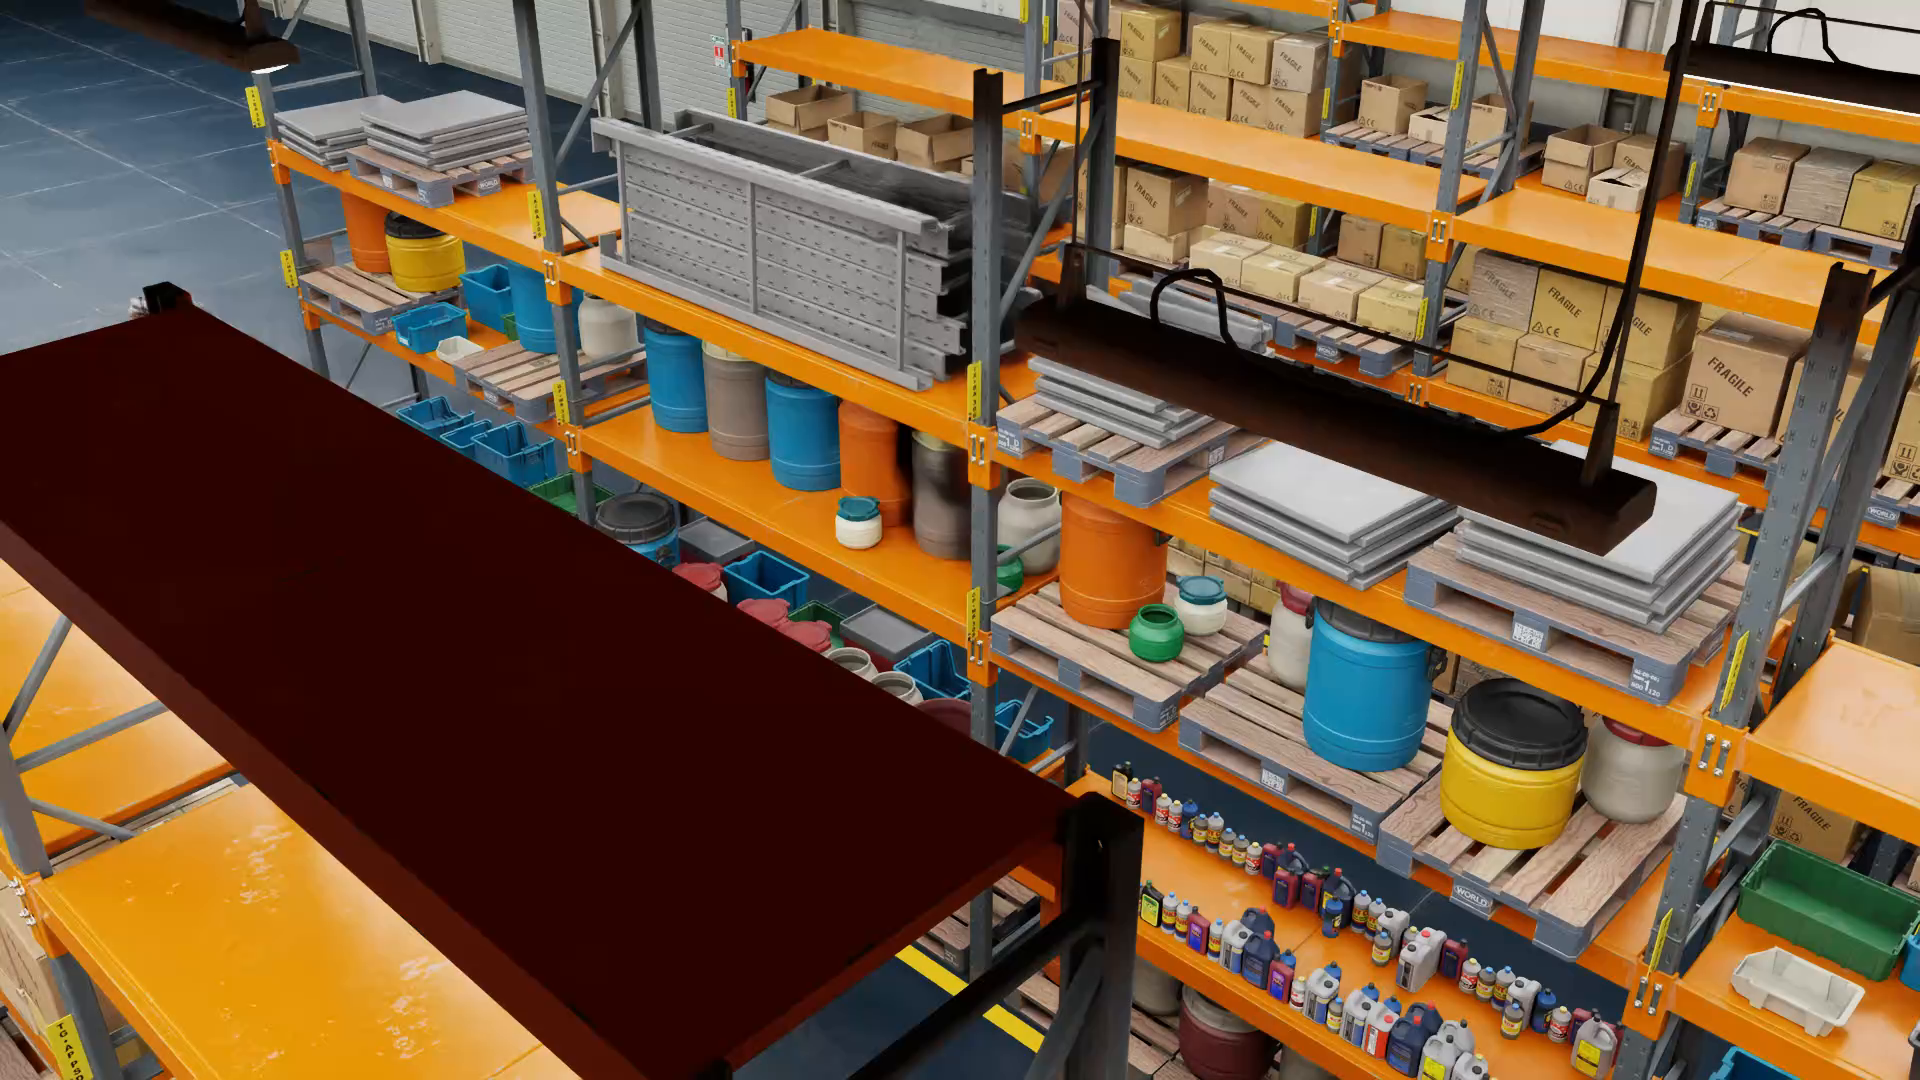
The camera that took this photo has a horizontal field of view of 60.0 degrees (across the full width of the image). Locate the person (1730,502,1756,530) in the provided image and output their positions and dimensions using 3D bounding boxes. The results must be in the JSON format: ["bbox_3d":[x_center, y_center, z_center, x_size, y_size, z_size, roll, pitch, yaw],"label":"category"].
[{"bbox_3d":[6.529,0.085,14.325,0.802,1.762,0.680,20,35,31],"label":"person"}]

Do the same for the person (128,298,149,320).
[{"bbox_3d":[-8.478,-1.753,17.648,0.813,1.746,0.537,-13,32,-22],"label":"person"}]
